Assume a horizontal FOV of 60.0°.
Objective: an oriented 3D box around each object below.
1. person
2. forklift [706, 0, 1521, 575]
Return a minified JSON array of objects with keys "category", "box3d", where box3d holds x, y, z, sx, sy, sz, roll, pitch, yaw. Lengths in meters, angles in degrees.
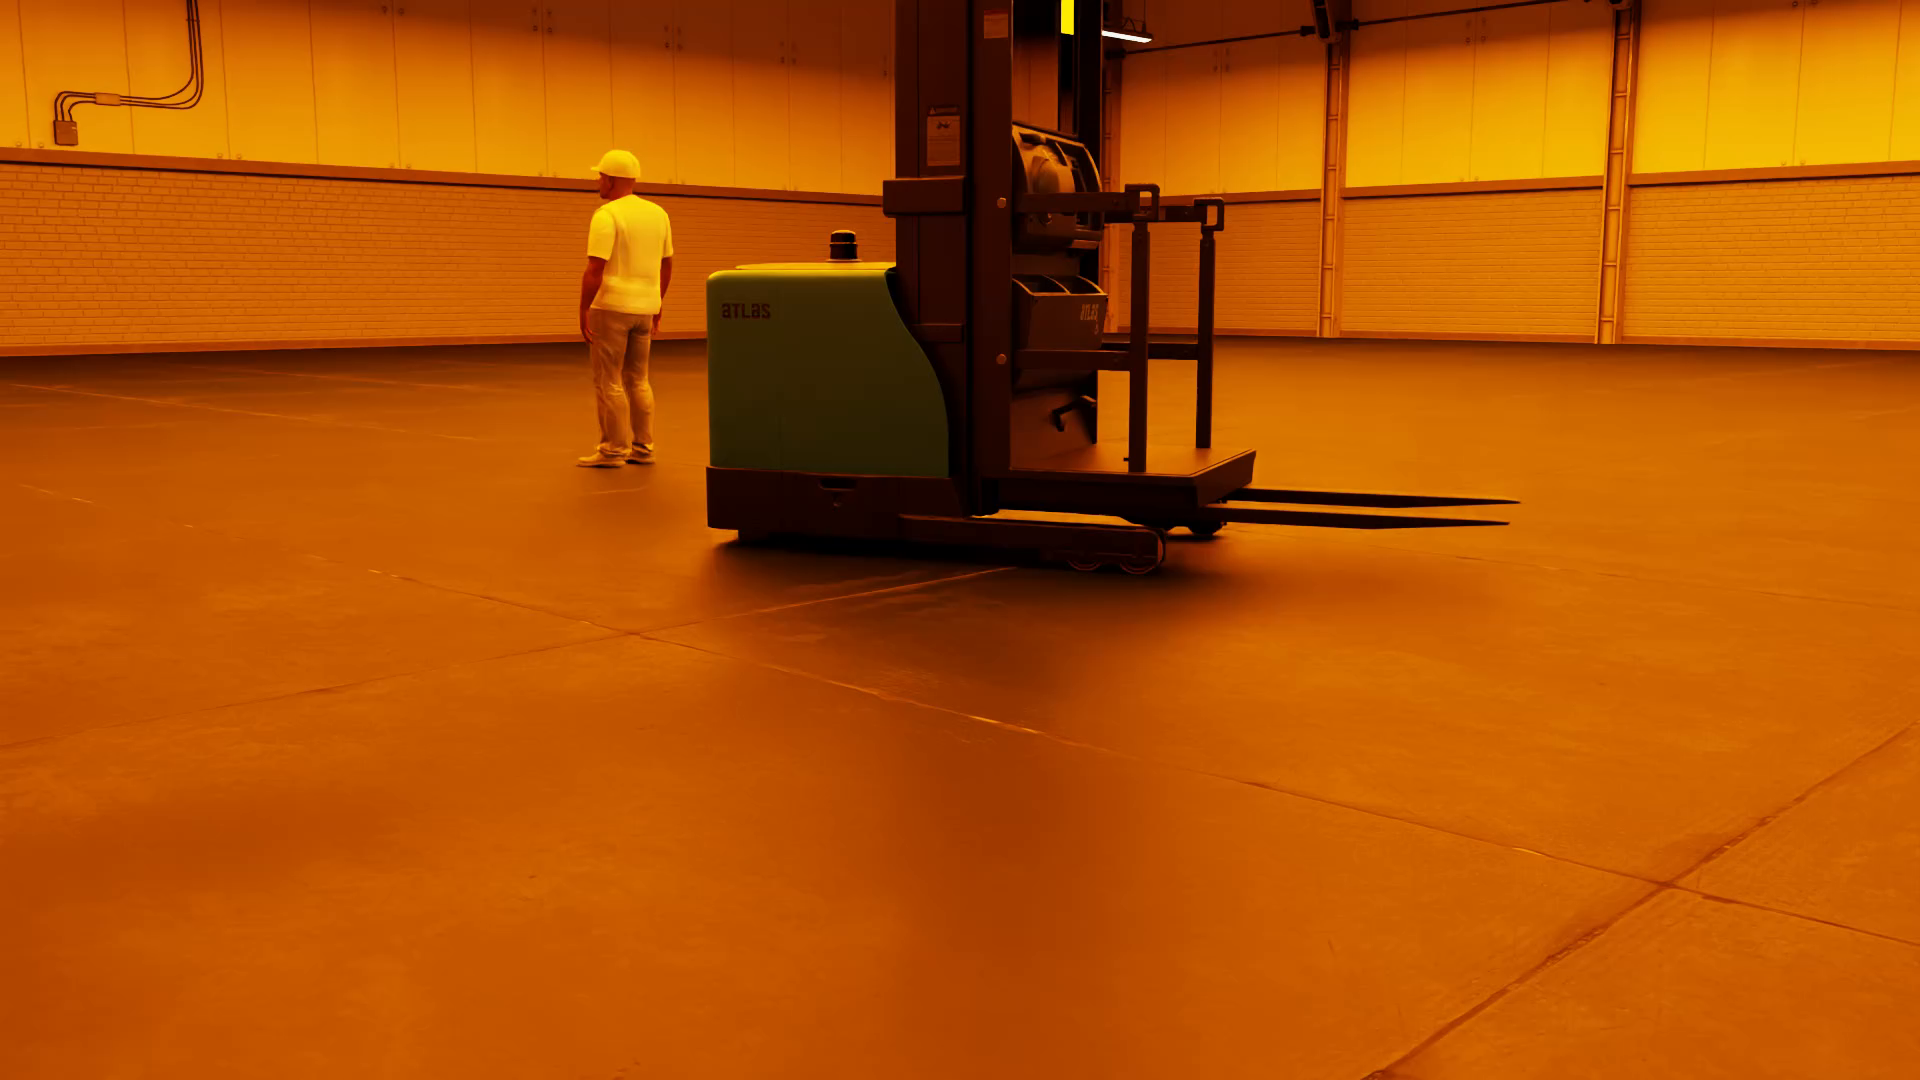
[{"category":"person","box3d":[-1.945,-1.300,9.432,0.517,1.776,0.662,6,10,34]},{"category":"forklift","box3d":[0.565,-1.416,6.275,3.031,2.935,1.130,3,9,22]}]
